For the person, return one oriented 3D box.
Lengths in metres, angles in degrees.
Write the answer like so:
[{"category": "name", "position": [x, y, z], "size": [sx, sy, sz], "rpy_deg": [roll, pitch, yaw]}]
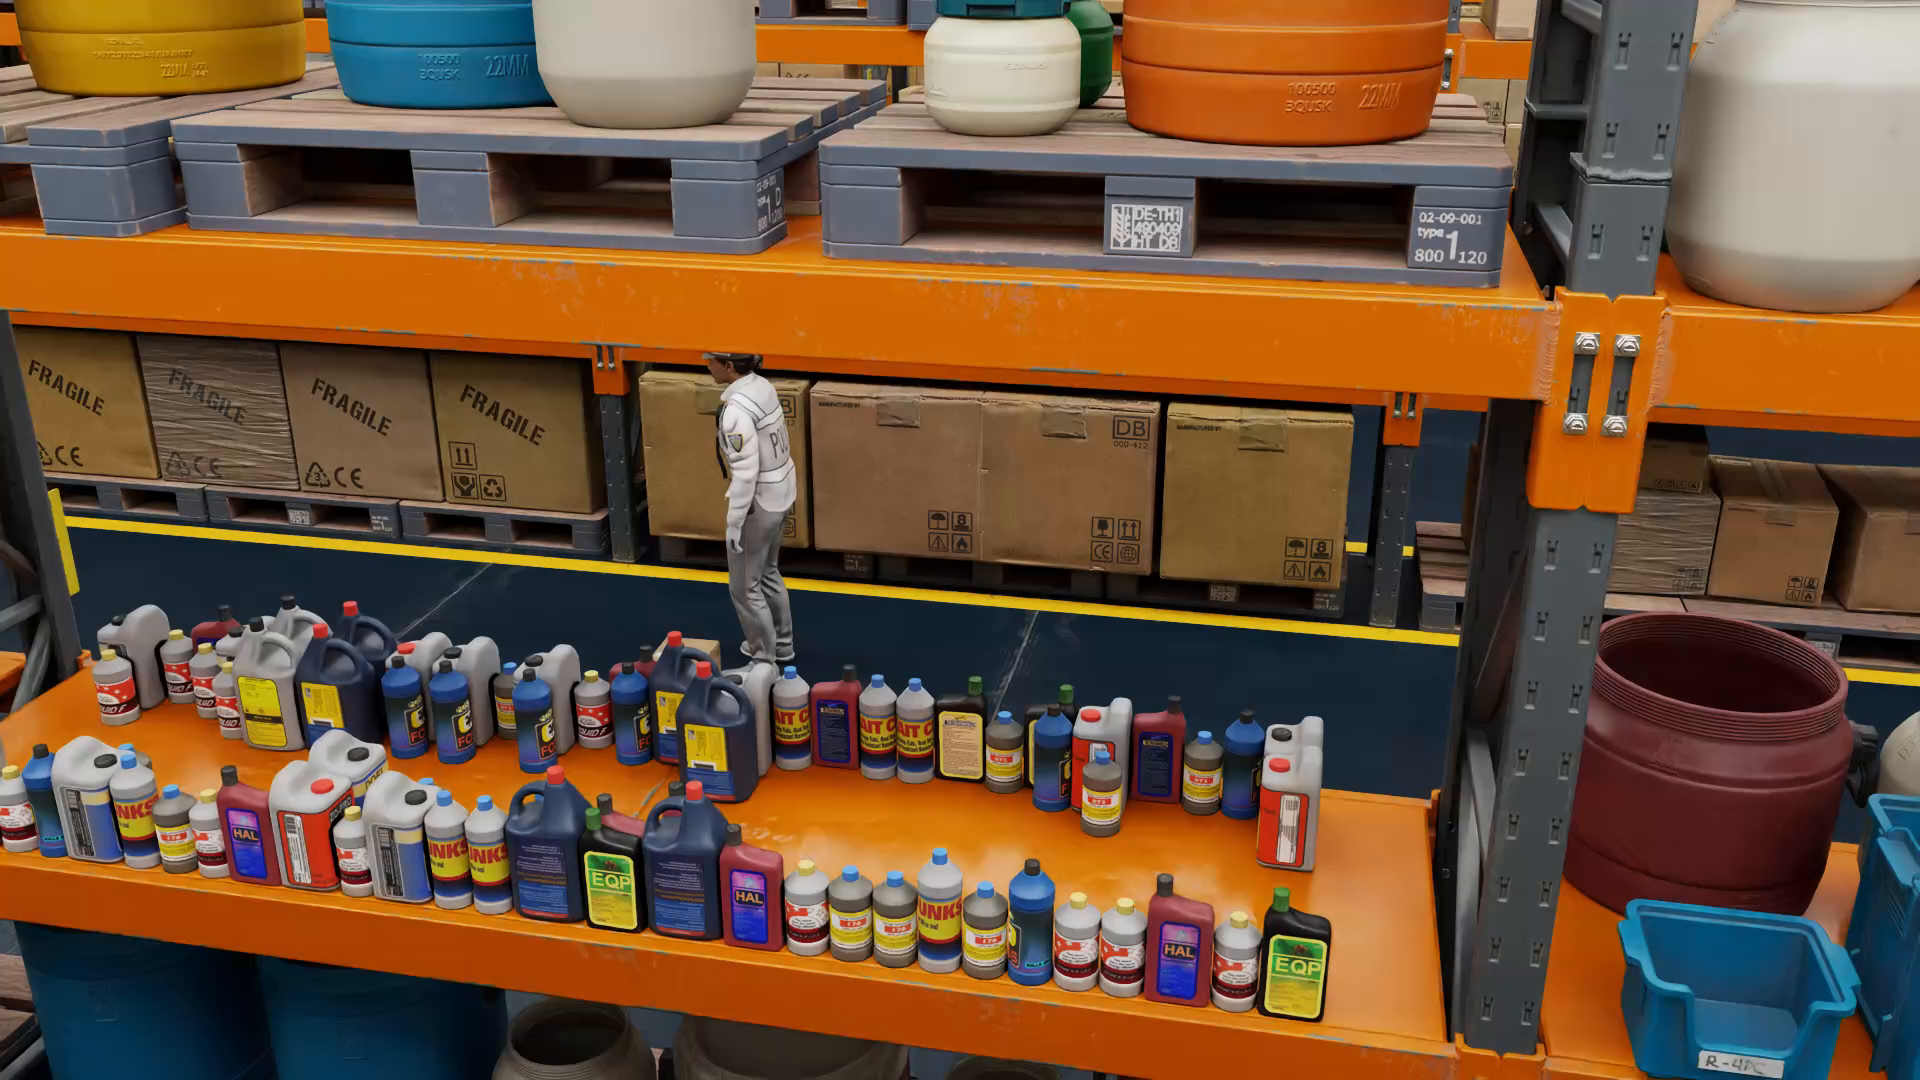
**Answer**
[{"category": "person", "position": [-0.928, -0.147, 7.449], "size": [0.374, 1.664, 0.546], "rpy_deg": [4, 22, 9]}]
